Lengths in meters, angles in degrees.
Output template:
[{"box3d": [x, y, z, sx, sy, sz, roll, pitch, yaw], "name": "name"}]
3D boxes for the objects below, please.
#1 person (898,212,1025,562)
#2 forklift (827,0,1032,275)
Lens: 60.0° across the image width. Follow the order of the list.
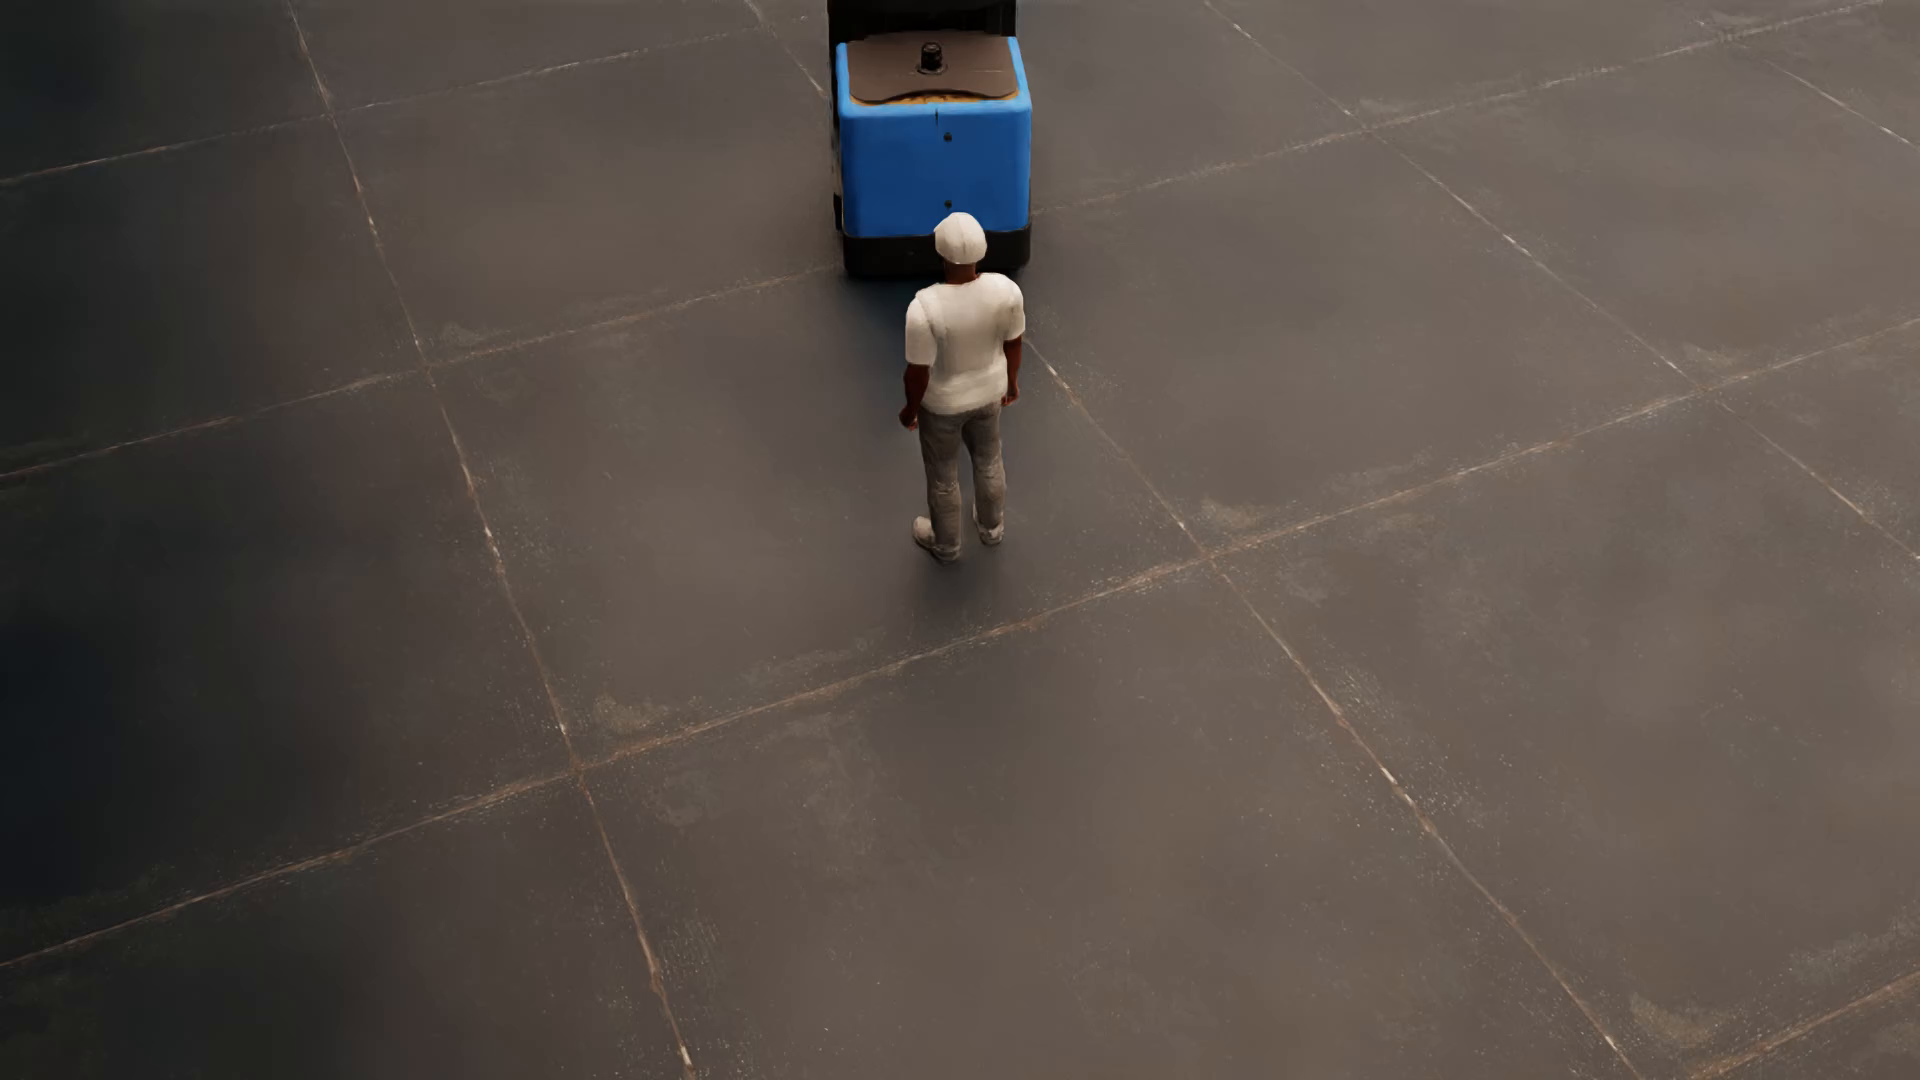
[{"box3d": [-0.006, -0.654, 7.233, 0.559, 1.771, 0.367, -18, 46, -18], "name": "person"}, {"box3d": [-0.243, -3.559, 9.493, 1.130, 2.935, 3.031, -3, 43, -3], "name": "forklift"}]
